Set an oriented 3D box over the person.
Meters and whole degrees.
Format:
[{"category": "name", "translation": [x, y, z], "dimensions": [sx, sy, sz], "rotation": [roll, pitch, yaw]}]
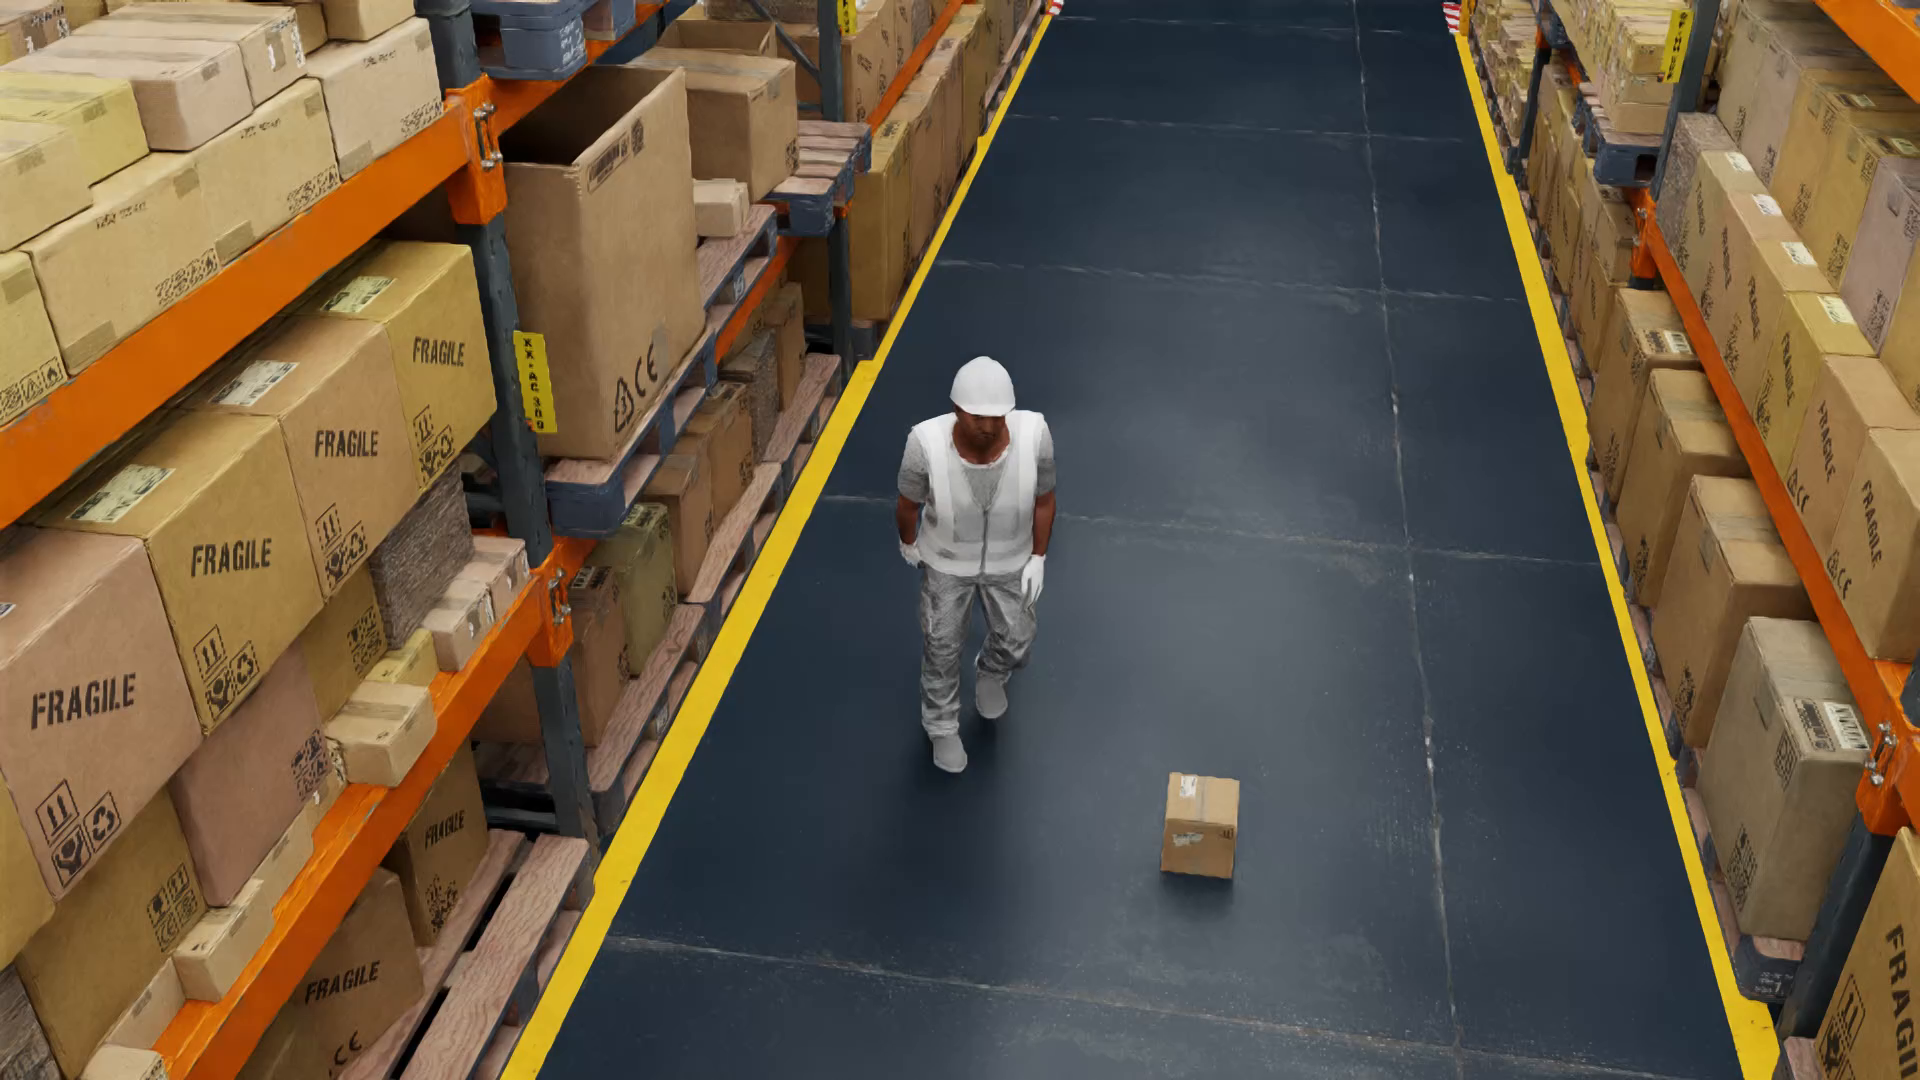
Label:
[{"category": "person", "translation": [0.054, 0.065, 6.035], "dimensions": [0.556, 1.757, 0.680], "rotation": [-5, 33, -9]}]
